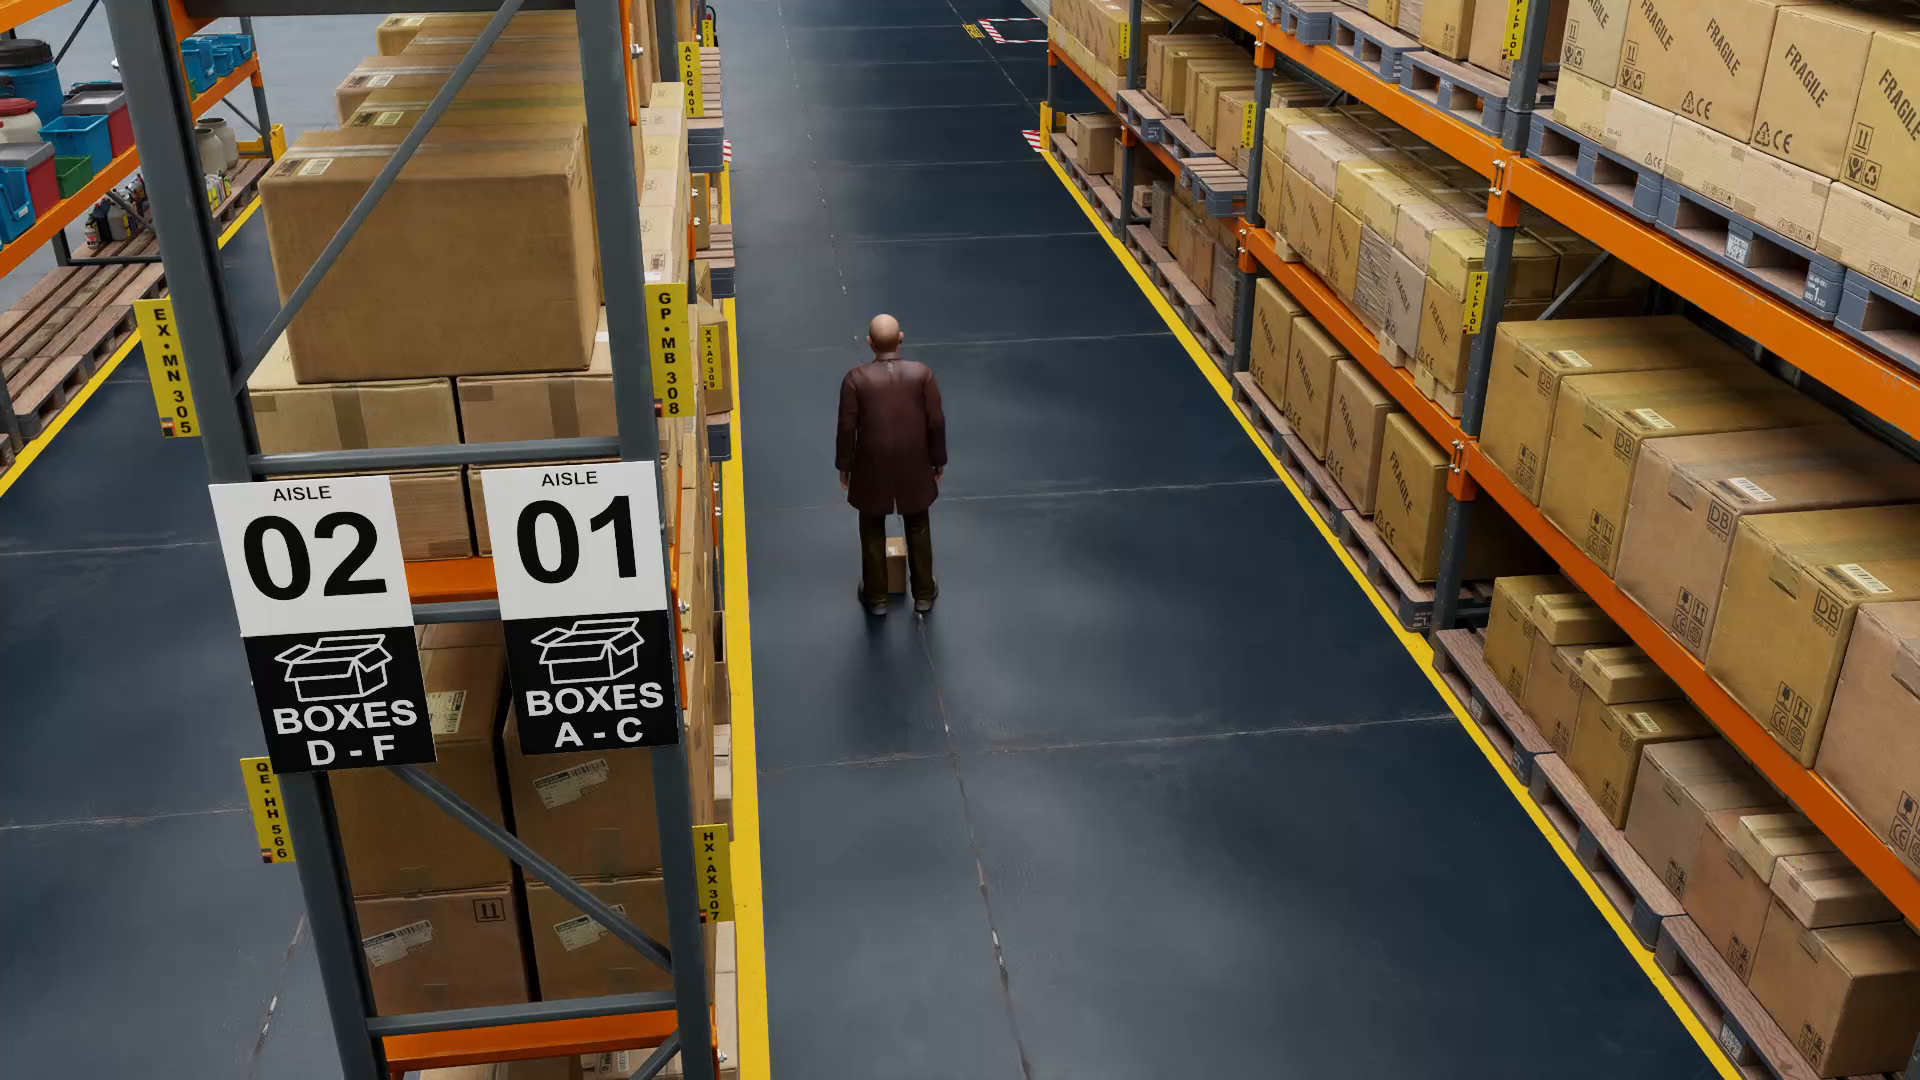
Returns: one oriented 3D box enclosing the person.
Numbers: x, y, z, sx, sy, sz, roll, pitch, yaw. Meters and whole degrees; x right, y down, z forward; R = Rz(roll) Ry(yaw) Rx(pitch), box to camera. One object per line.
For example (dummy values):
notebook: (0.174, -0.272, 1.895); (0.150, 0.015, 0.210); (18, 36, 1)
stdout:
person: (-0.385, -0.424, 9.473); (0.633, 1.773, 0.418); (-3, 27, -7)
